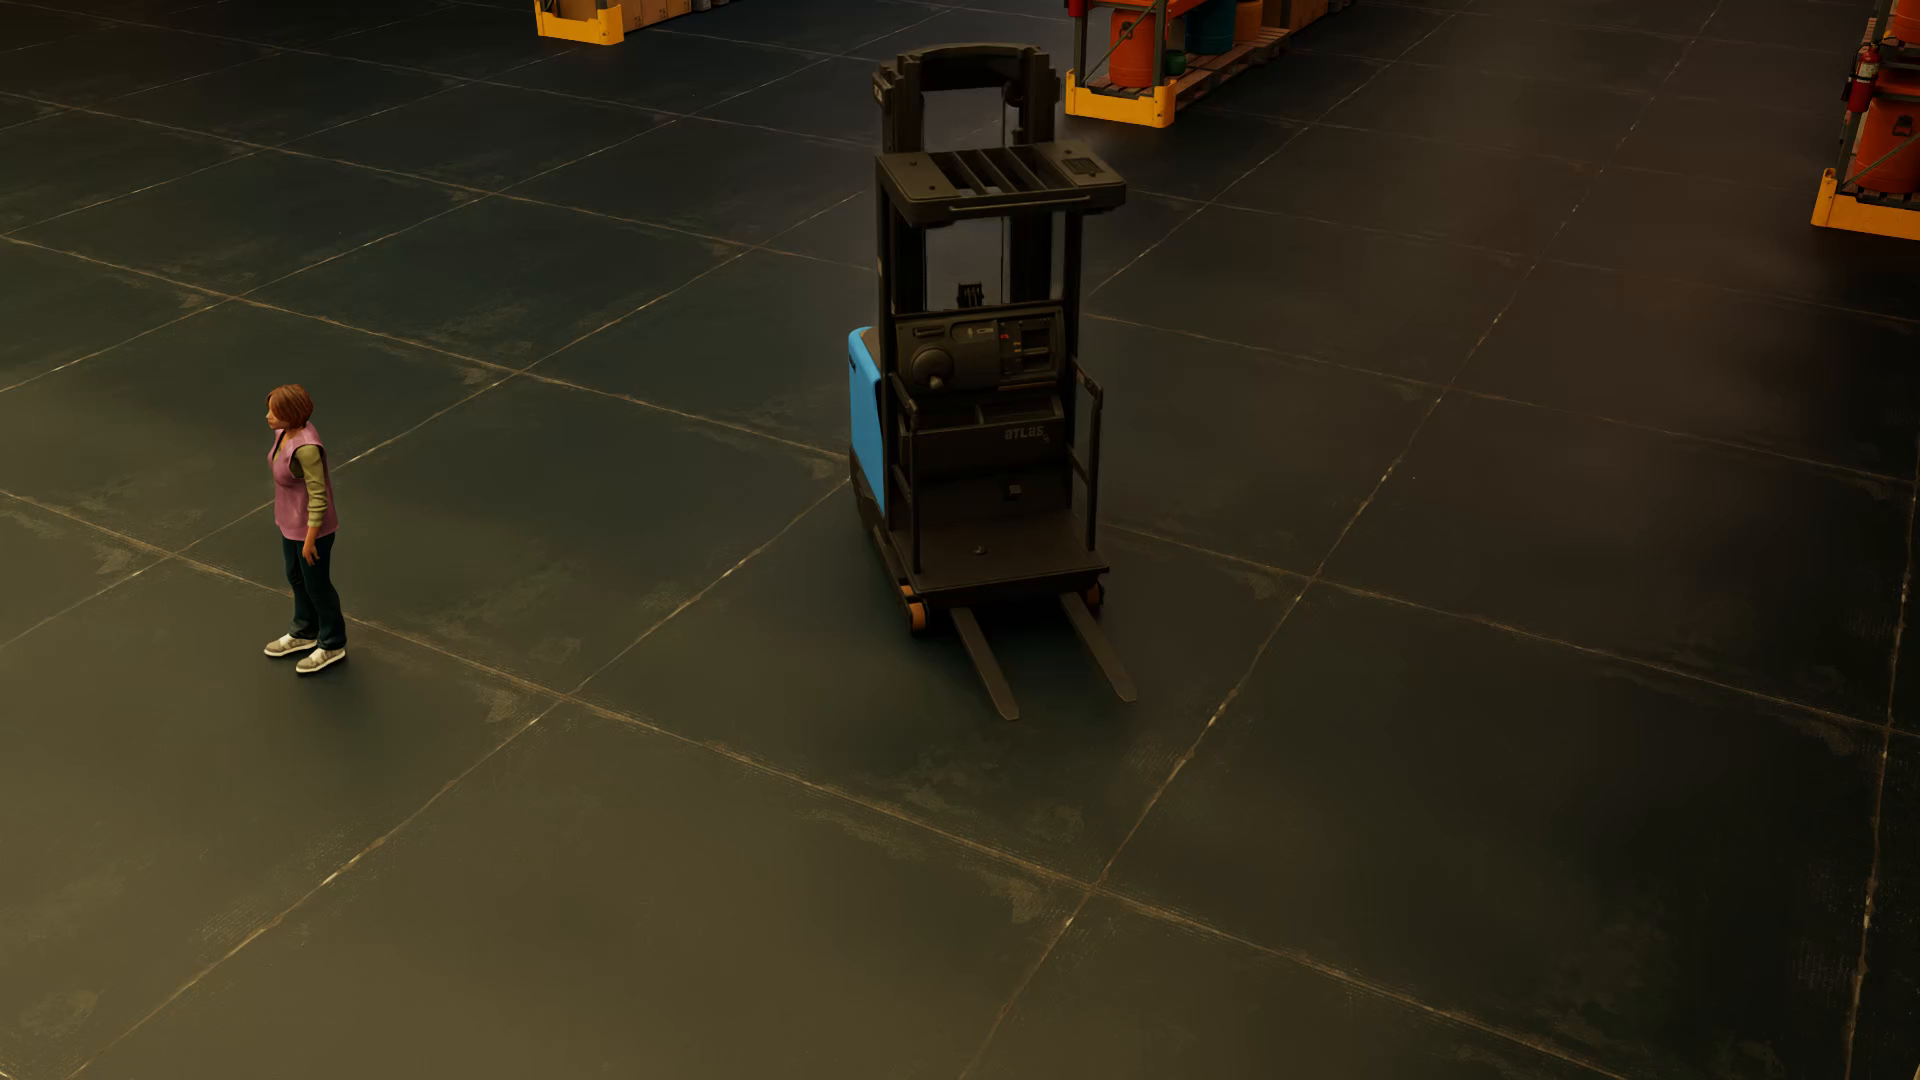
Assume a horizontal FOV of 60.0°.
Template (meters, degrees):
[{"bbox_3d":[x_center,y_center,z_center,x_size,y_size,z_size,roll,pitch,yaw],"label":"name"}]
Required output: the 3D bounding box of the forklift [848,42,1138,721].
[{"bbox_3d":[0.172,-0.976,8.762,1.130,2.935,3.031,-7,31,-13],"label":"forklift"}]

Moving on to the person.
[{"bbox_3d":[-3.407,-0.044,8.473,0.470,1.596,0.515,-18,35,-29],"label":"person"}]
